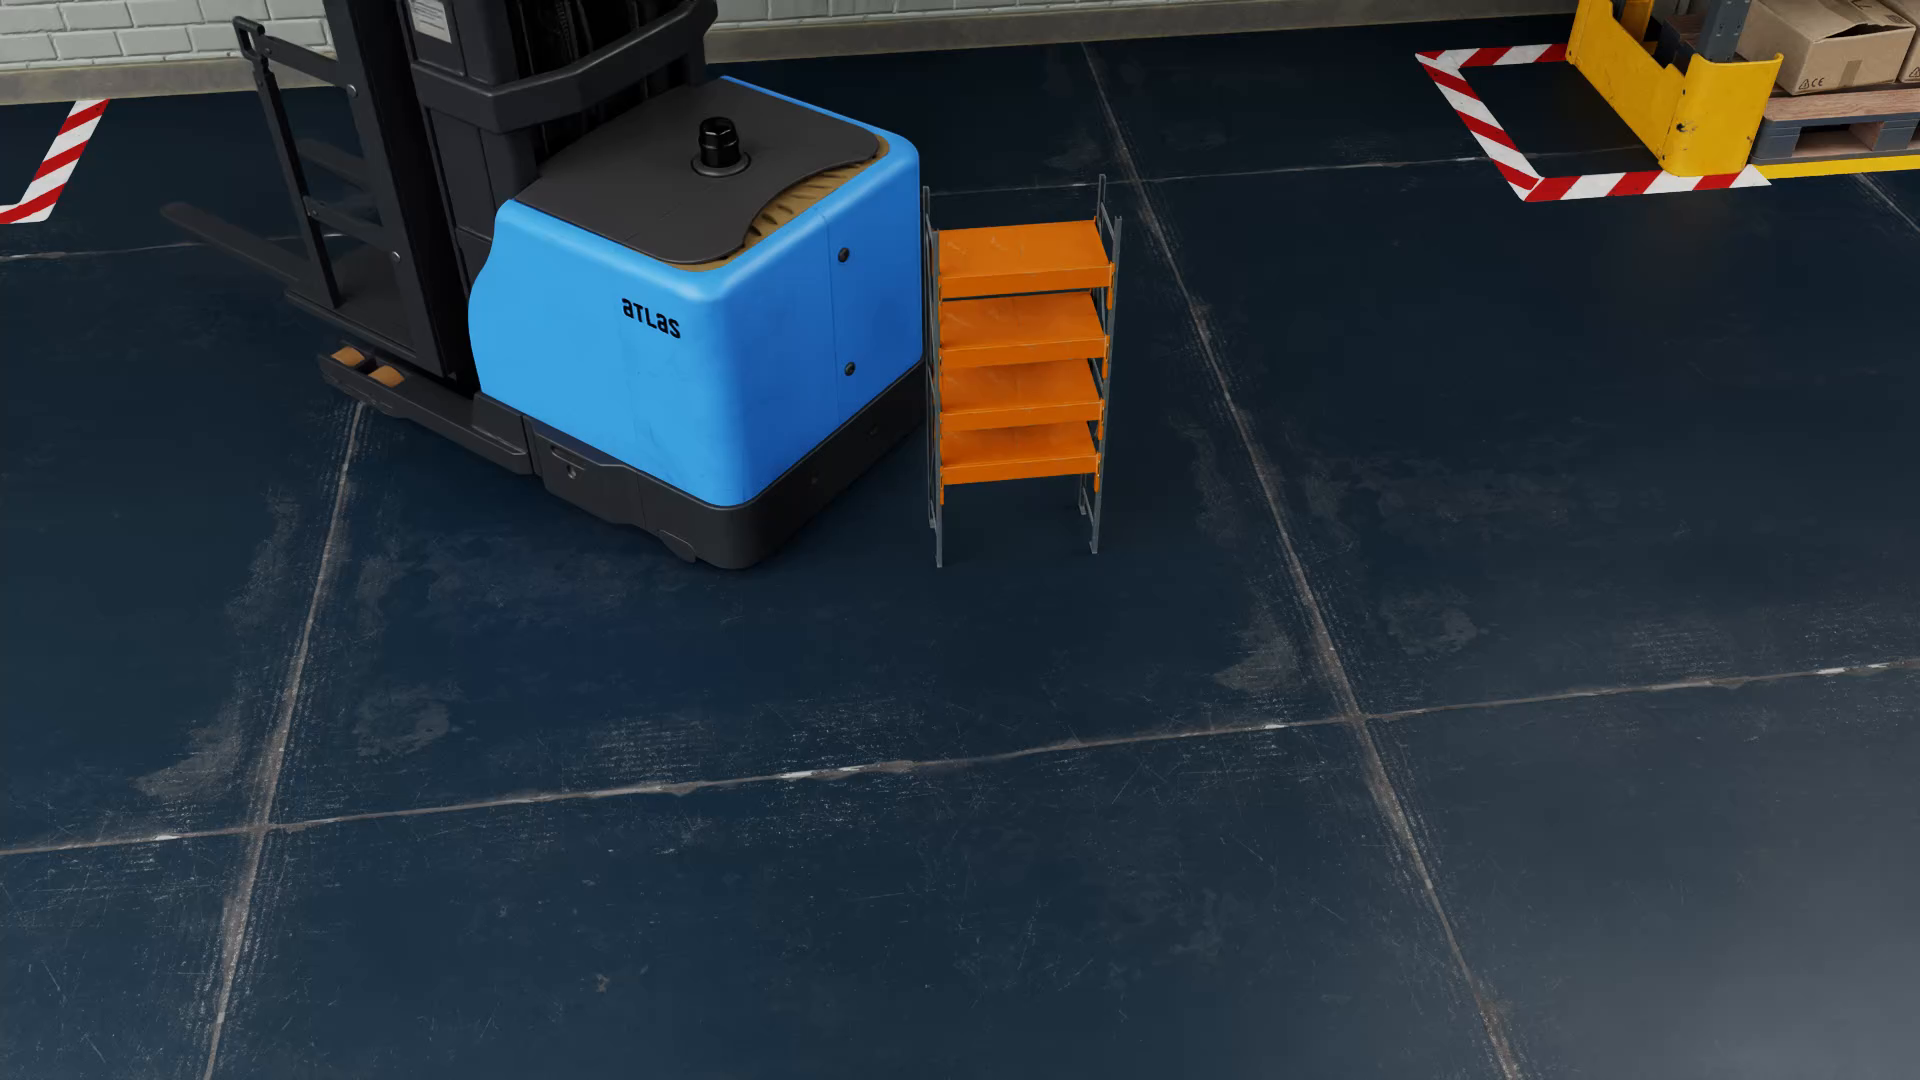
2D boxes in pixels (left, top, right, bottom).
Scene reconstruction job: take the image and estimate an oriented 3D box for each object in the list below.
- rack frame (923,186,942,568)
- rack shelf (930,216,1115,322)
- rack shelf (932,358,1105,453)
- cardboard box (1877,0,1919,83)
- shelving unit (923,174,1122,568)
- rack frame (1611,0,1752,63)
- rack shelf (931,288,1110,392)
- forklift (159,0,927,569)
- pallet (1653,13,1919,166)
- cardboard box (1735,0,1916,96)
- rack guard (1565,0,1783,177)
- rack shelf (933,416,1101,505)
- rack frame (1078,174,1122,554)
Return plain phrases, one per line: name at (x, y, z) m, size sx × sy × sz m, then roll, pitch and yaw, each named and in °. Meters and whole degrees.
rack frame at (-0.078, -0.439, 4.841) m, size 0.015 × 1.200 × 0.240 m, roll -5°, pitch 42°, yaw -6°
rack shelf at (0.164, -0.752, 4.601) m, size 0.480 × 0.148 × 0.258 m, roll -5°, pitch 42°, yaw -6°
rack shelf at (0.164, -0.410, 4.909) m, size 0.480 × 0.148 × 0.258 m, roll -5°, pitch 42°, yaw -6°
cardboard box at (4.244, -2.231, 7.163) m, size 0.500 × 0.311 × 0.500 m, roll -2°, pitch 42°, yaw -2°
shelving unit at (0.164, -0.460, 4.864) m, size 0.503 × 1.200 × 0.258 m, roll -5°, pitch 42°, yaw -6°
rack frame at (2.981, -3.017, 6.355) m, size 0.127 × 3.000 × 1.000 m, roll -5°, pitch 42°, yaw -6°
rack shelf at (0.164, -0.576, 4.759) m, size 0.480 × 0.148 × 0.258 m, roll -5°, pitch 42°, yaw -6°
forklift at (-1.608, -1.784, 5.039) m, size 3.031 × 2.935 × 1.130 m, roll 25°, pitch 48°, yaw 25°
pallet at (3.866, -2.035, 7.348) m, size 1.213 × 0.211 × 1.003 m, roll -5°, pitch 42°, yaw -6°
cardboard box at (3.678, -2.182, 7.109) m, size 0.500 × 0.311 × 0.500 m, roll -9°, pitch 43°, yaw -10°
rack guard at (3.056, -2.095, 7.200) m, size 0.348 × 0.500 × 1.175 m, roll -5°, pitch 42°, yaw -6°
rack shelf at (0.164, -0.262, 5.042) m, size 0.480 × 0.148 × 0.258 m, roll -5°, pitch 42°, yaw -6°
rack frame at (0.406, -0.481, 4.888) m, size 0.015 × 1.200 × 0.240 m, roll -5°, pitch 42°, yaw -6°
